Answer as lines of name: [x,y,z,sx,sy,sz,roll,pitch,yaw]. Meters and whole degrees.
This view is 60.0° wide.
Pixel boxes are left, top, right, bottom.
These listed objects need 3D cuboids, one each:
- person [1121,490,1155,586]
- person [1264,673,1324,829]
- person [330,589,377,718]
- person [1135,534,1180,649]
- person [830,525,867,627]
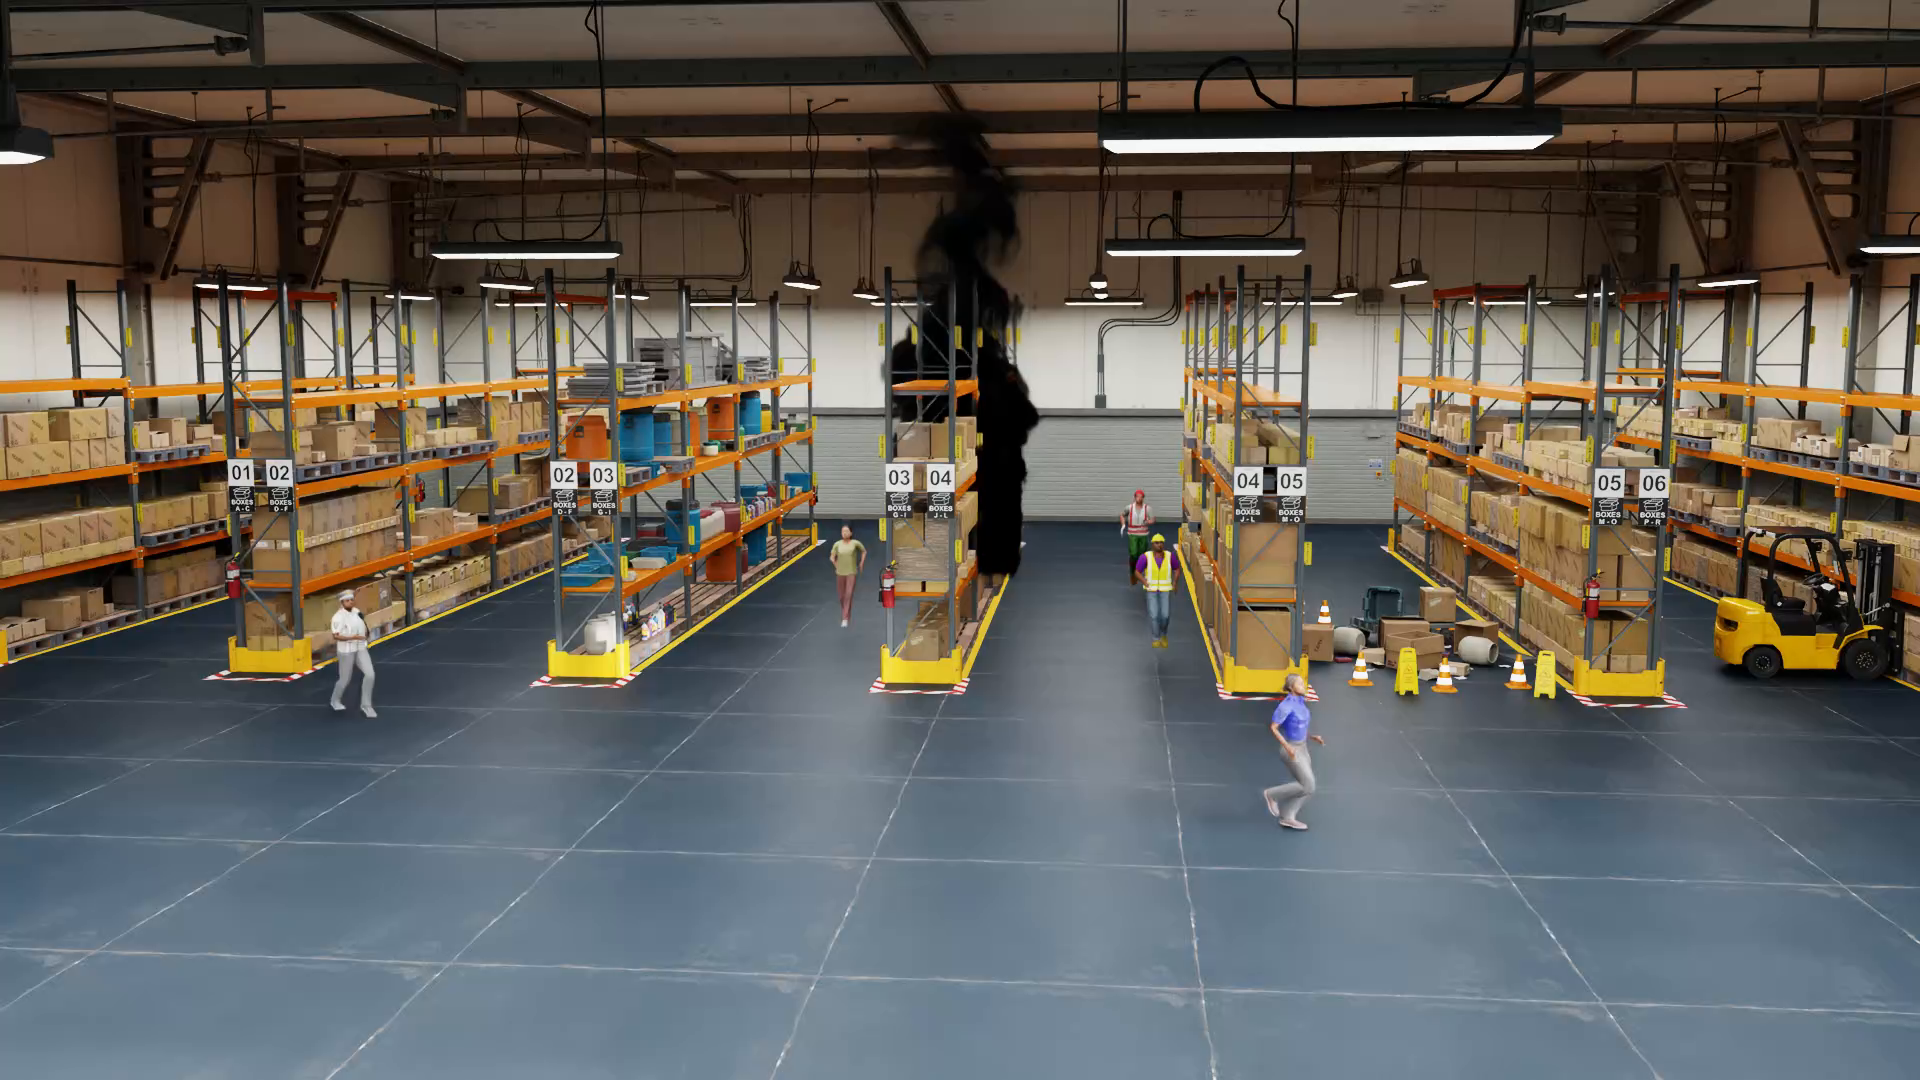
person: [3.428,-0.046,32.032,0.641,1.843,0.696,0,7,-1]
person: [3.418,2.157,16.984,0.559,1.611,0.575,4,8,28]
person: [-8.085,1.505,22.120,0.779,1.736,0.582,5,9,38]
person: [3.004,0.794,25.281,0.700,1.776,0.576,0,7,3]
person: [-1.856,0.570,27.320,0.592,1.639,0.884,1,7,5]
